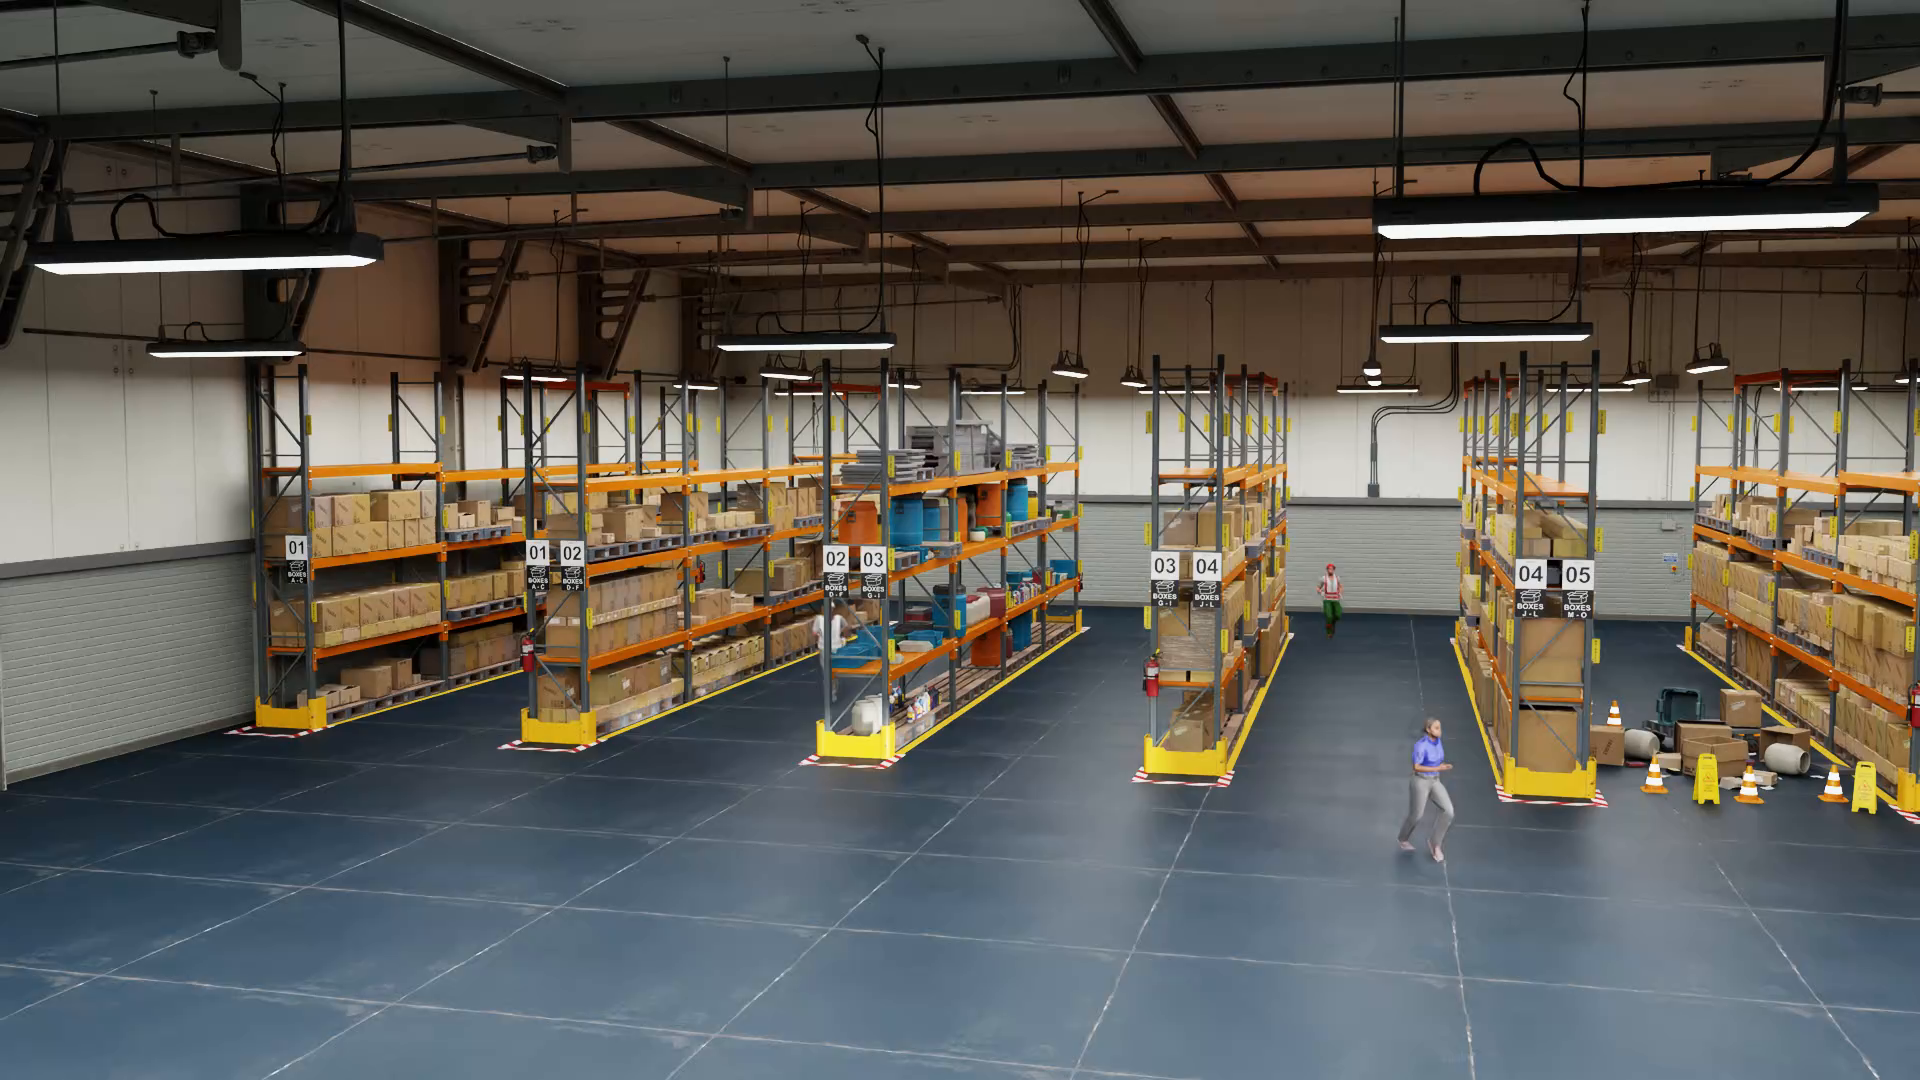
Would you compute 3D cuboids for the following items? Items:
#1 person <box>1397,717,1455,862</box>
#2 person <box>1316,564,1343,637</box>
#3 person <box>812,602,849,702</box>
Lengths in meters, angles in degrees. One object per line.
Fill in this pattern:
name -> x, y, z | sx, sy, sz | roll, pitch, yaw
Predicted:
person -> 5.384, 2.860, 19.223 | 0.600, 1.670, 0.820 | -3, 5, -33
person -> 8.751, 1.425, 39.258 | 0.648, 1.737, 0.614 | 0, 4, -1
person -> -2.374, 2.020, 30.294 | 0.654, 1.835, 0.735 | 0, 4, 3
